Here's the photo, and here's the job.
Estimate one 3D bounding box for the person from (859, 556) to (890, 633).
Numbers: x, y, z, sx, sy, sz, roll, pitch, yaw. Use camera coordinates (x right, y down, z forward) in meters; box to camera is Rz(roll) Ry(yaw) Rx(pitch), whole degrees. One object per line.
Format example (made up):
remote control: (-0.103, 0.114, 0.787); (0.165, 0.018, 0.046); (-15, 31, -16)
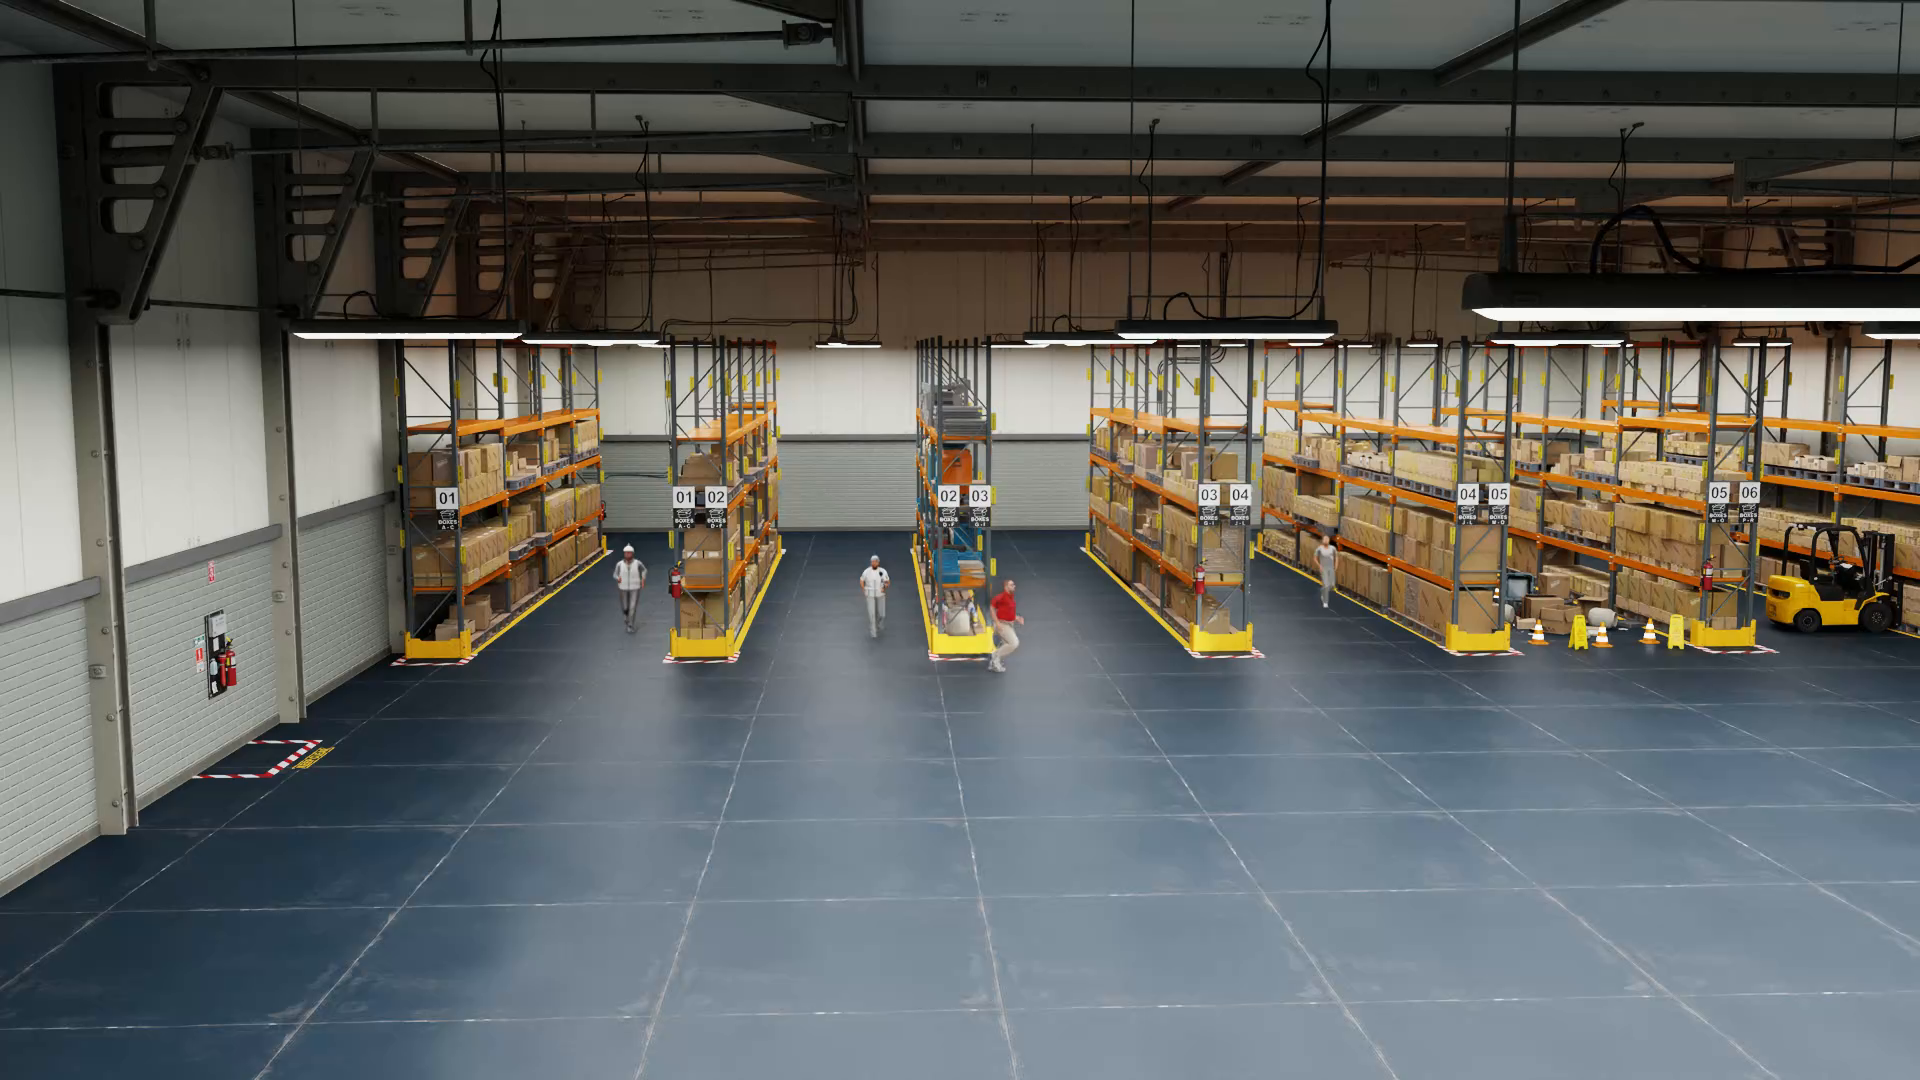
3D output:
person: (-1.719, 1.096, 33.472); (0.613, 1.544, 0.594); (-1, 7, -5)

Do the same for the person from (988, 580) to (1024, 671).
person: (0.820, 1.527, 29.693); (0.660, 1.652, 0.602); (2, 7, 20)

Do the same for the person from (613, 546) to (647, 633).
person: (-6.756, 0.989, 34.053); (0.676, 1.741, 0.971); (-1, 7, -6)

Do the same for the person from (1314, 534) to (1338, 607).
person: (8.220, 0.687, 37.343); (0.567, 1.627, 0.547); (0, 6, -1)
